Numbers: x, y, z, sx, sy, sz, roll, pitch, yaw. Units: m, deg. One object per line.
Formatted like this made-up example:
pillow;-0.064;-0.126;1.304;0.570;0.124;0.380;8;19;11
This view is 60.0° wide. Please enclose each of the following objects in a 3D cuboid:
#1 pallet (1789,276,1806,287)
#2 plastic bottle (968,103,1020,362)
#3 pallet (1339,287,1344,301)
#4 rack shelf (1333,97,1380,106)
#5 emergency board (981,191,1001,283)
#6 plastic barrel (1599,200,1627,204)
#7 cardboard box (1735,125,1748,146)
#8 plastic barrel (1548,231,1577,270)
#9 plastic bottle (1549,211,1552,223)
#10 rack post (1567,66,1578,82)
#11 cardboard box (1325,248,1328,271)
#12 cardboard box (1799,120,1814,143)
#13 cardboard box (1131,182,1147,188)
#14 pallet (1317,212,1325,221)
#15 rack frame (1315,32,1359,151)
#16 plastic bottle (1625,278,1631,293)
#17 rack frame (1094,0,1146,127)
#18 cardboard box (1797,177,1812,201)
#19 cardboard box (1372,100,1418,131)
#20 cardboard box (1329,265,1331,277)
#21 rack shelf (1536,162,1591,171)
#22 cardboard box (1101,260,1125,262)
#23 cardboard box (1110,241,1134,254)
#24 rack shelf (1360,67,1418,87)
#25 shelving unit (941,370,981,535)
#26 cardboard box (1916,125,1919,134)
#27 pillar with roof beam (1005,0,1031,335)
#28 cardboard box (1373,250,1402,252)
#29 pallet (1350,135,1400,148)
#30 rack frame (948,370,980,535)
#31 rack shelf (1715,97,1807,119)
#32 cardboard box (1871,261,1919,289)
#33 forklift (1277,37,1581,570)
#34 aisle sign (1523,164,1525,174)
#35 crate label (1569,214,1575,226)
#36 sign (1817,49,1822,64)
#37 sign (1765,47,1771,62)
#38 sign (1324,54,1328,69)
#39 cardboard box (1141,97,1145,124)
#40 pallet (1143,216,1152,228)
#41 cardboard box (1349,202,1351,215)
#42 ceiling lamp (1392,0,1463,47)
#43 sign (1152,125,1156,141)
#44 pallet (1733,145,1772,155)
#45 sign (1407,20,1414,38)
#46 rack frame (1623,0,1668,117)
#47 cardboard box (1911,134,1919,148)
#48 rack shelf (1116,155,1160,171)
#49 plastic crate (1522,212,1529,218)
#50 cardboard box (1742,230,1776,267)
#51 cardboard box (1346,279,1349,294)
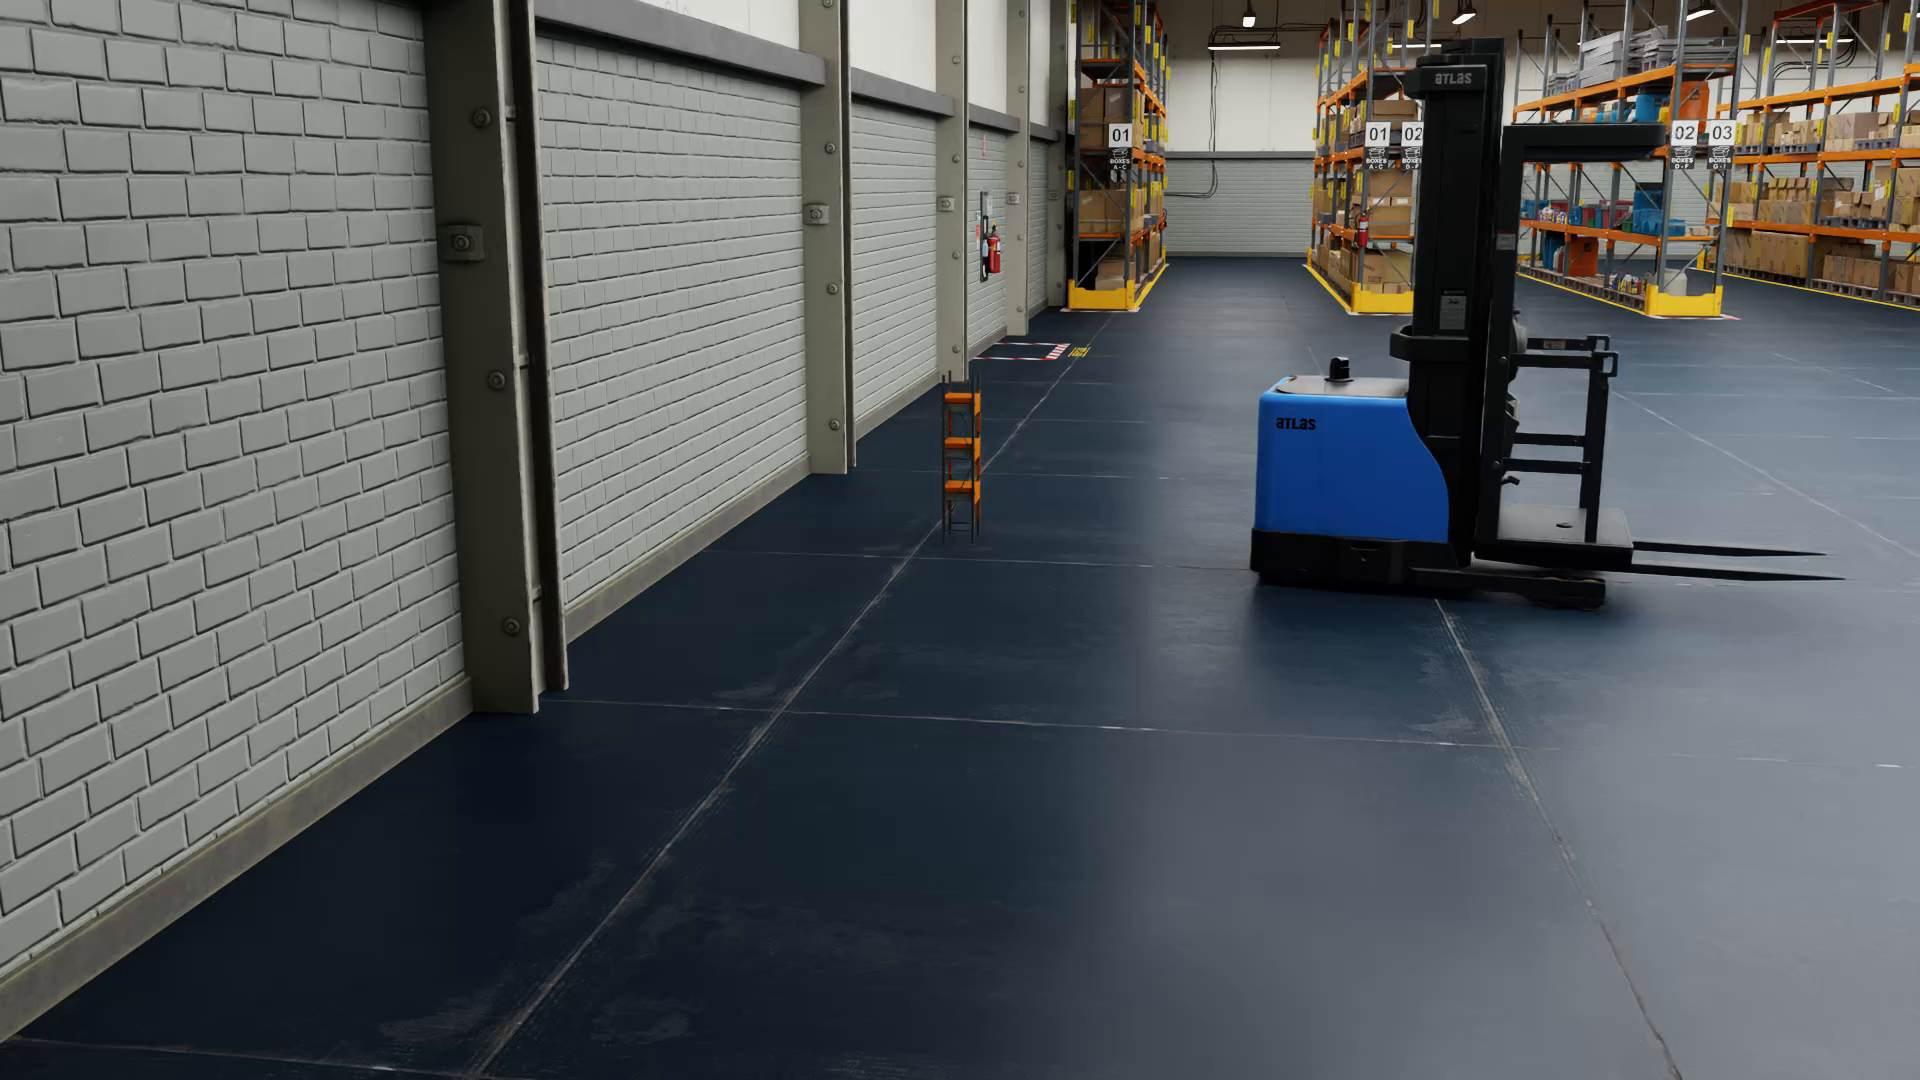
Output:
pallet;18.615;-5.578;35.877;1.003;0.211;1.213;2;12;9
plastic bottle;0.330;-3.947;21.449;0.200;3.100;6.000;2;12;9
pallet;7.852;-4.742;31.995;1.003;0.211;1.213;2;12;9
rack shelf;8.939;-9.973;37.729;0.831;0.071;3.687;2;12;9
emergency board;0.418;-4.008;21.970;0.194;1.169;0.643;2;12;9
plastic barrel;13.753;-6.901;35.070;0.600;0.536;0.708;2;12;9
cardboard box;19.385;-9.882;40.637;0.700;0.500;0.500;1;12;5
plastic barrel;13.931;-6.693;38.412;0.600;0.901;0.708;2;12;9
plastic bottle;13.470;-7.362;37.839;0.097;0.271;0.097;0;12;0
rack post;13.596;-9.988;35.660;0.954;0.300;0.937;2;12;9
cardboard box;8.623;-6.405;37.982;0.500;0.500;0.500;1;12;7
cardboard box;18.488;-8.812;35.910;0.500;0.500;0.500;3;12;12
cardboard box;4.065;-7.924;37.372;0.500;0.250;0.500;2;12;10
pallet;9.016;-7.678;39.455;1.003;0.211;1.213;2;12;9
rack frame;9.862;-11.700;43.422;1.000;3.000;0.127;2;12;9
plastic bottle;12.231;-4.636;30.305;0.152;0.276;0.135;2;12;7
rack frame;3.121;-9.361;32.572;1.000;3.000;0.127;2;12;9
cardboard box;18.650;-7.606;36.050;0.797;0.503;0.637;2;12;10
cardboard box;7.493;-7.346;28.768;0.797;0.503;0.637;3;12;13
cardboard box;8.184;-5.759;35.624;0.500;0.250;0.500;2;12;7
rack shelf;13.833;-8.471;37.270;1.077;0.370;4.000;2;12;9
cardboard box;3.001;-5.205;32.412;0.500;0.500;0.500;1;12;4
cardboard box;3.453;-6.246;35.464;0.500;0.250;0.500;2;12;8
rack shelf;7.708;-8.334;29.996;0.919;0.124;3.809;2;12;9
shelving unit;0.008;-0.525;10.436;0.215;1.050;0.249;2;12;9
cardboard box;17.413;-7.364;29.833;0.380;0.149;0.250;2;12;9
pillar with roof beam;5.089;-7.314;23.072;9.100;9.000;0.400;2;12;9
cardboard box;7.999;-5.185;31.184;0.500;0.500;0.500;2;12;9
pallet;7.910;-7.514;31.328;1.003;0.211;1.213;2;12;9
rack frame;0.027;-0.550;10.552;0.200;1.050;0.008;2;12;9
rack shelf;19.342;-10.414;40.115;1.077;0.370;4.000;2;12;9
cardboard box;17.920;-5.068;31.777;0.700;0.500;0.500;1;12;4
forklift;19.490;-5.198;27.124;22.140;3.159;46.598;4;13;18
aisle sign;14.473;-9.901;43.146;0.394;0.787;0.004;2;12;9
crate label;13.090;-6.783;35.245;0.303;0.233;0.416;2;12;9
sign;19.572;-11.026;37.888;0.100;0.325;0.005;2;12;9
sign;18.490;-11.102;38.057;0.100;0.325;0.005;2;12;9
sign;8.713;-11.384;39.551;0.100;0.325;0.005;2;12;9
cardboard box;3.312;-8.329;32.245;0.500;0.500;0.500;1;12;4
pallet;3.382;-6.489;33.940;1.003;0.211;1.213;2;12;9
cardboard box;8.389;-6.801;34.693;0.500;0.500;0.500;1;12;6
ceiling lamp;12.746;-15.030;45.020;2.000;3.185;0.800;2;12;9
sign;4.272;-8.962;36.614;0.100;0.325;0.005;2;12;9
pallet;19.360;-9.459;40.354;1.003;0.211;1.213;2;12;9
sign;8.561;-9.713;31.608;0.100;0.325;0.005;2;12;9
rack frame;12.913;-9.040;31.082;0.949;2.616;0.053;2;12;9
cardboard box;17.405;-7.145;29.761;0.504;0.250;0.504;2;12;9
rack shelf;4.043;-8.792;38.759;1.077;0.370;4.000;2;12;9
plastic crate;14.111;-8.046;41.190;0.293;0.136;0.466;2;12;9
cardboard box;19.215;-6.914;39.502;0.875;0.875;0.875;2;12;9
cardboard box;7.332;-4.627;30.375;0.500;0.250;0.500;2;12;9
